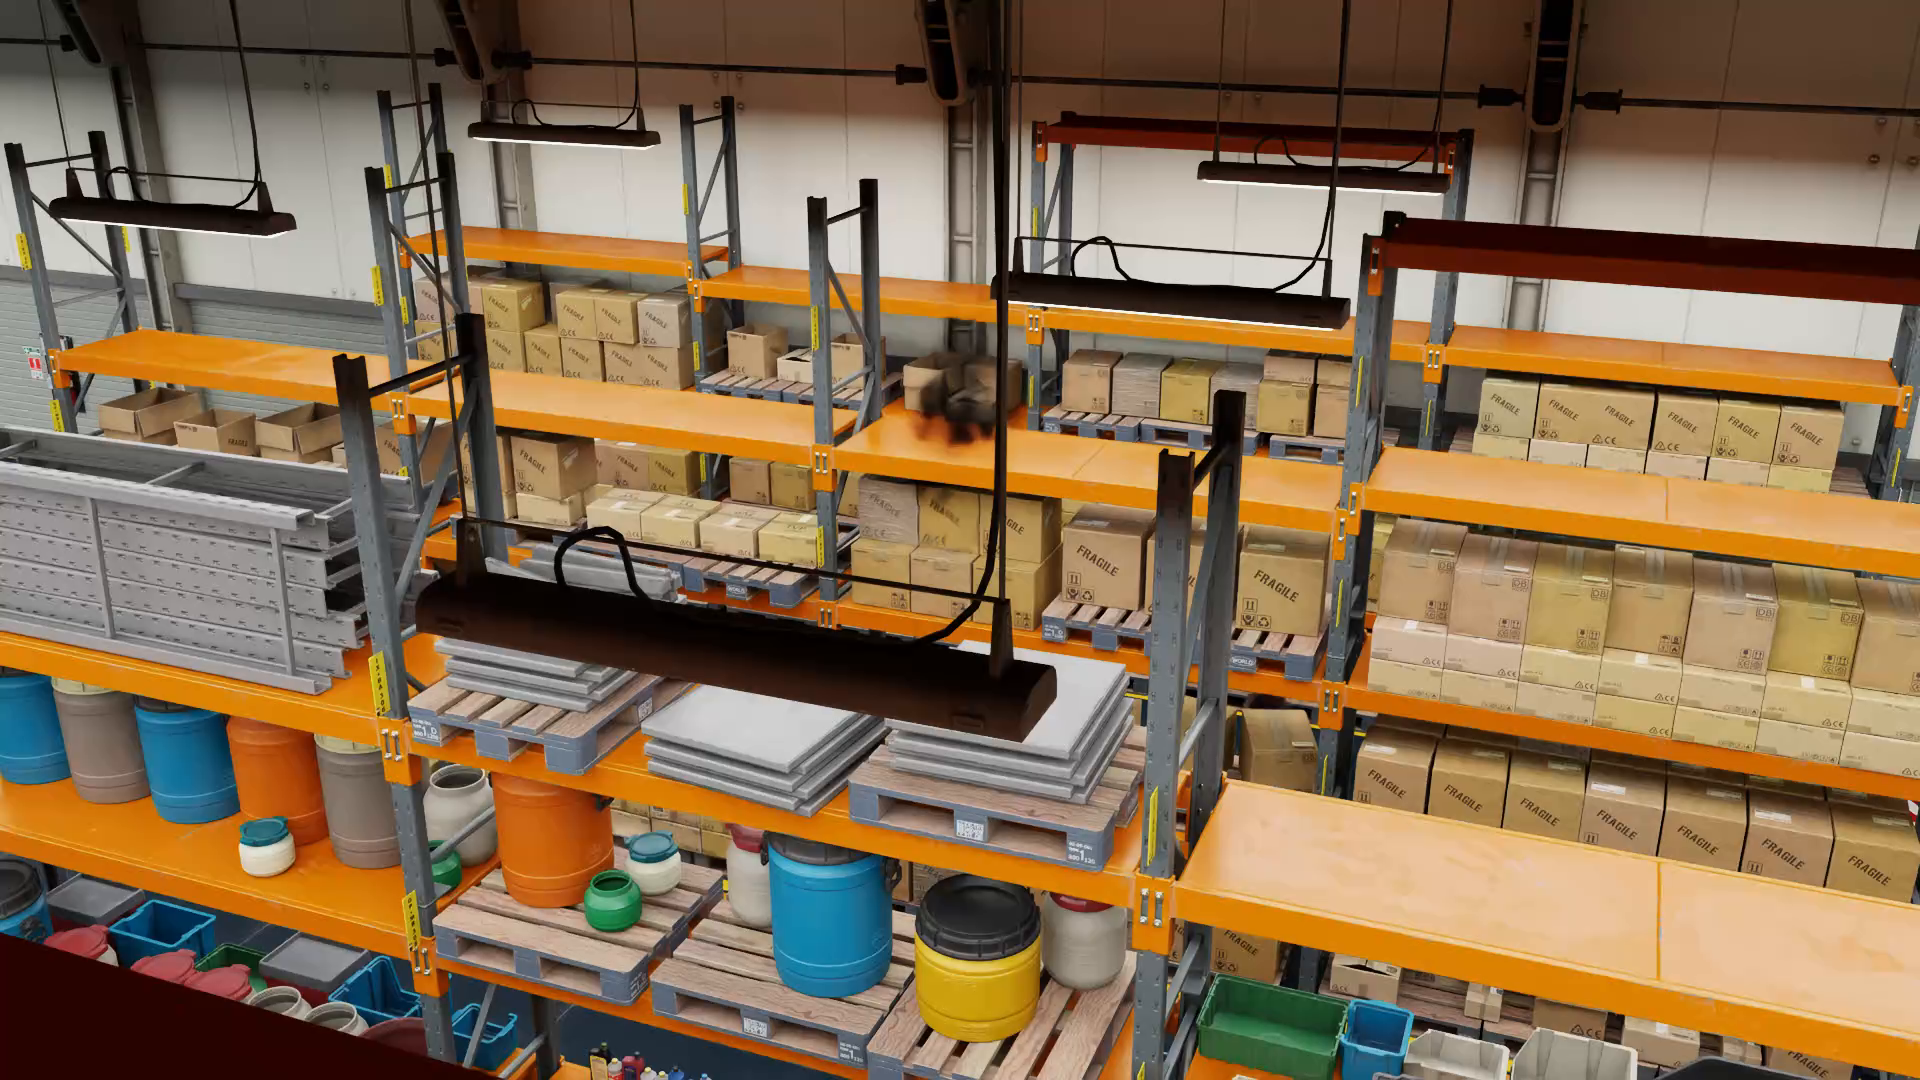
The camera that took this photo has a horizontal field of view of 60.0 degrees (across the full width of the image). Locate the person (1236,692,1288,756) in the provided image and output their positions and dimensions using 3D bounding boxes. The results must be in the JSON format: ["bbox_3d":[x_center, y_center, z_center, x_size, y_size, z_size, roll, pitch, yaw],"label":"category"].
[{"bbox_3d":[2.911,1.403,15.637,0.763,1.811,0.630,3,21,9],"label":"person"}]
